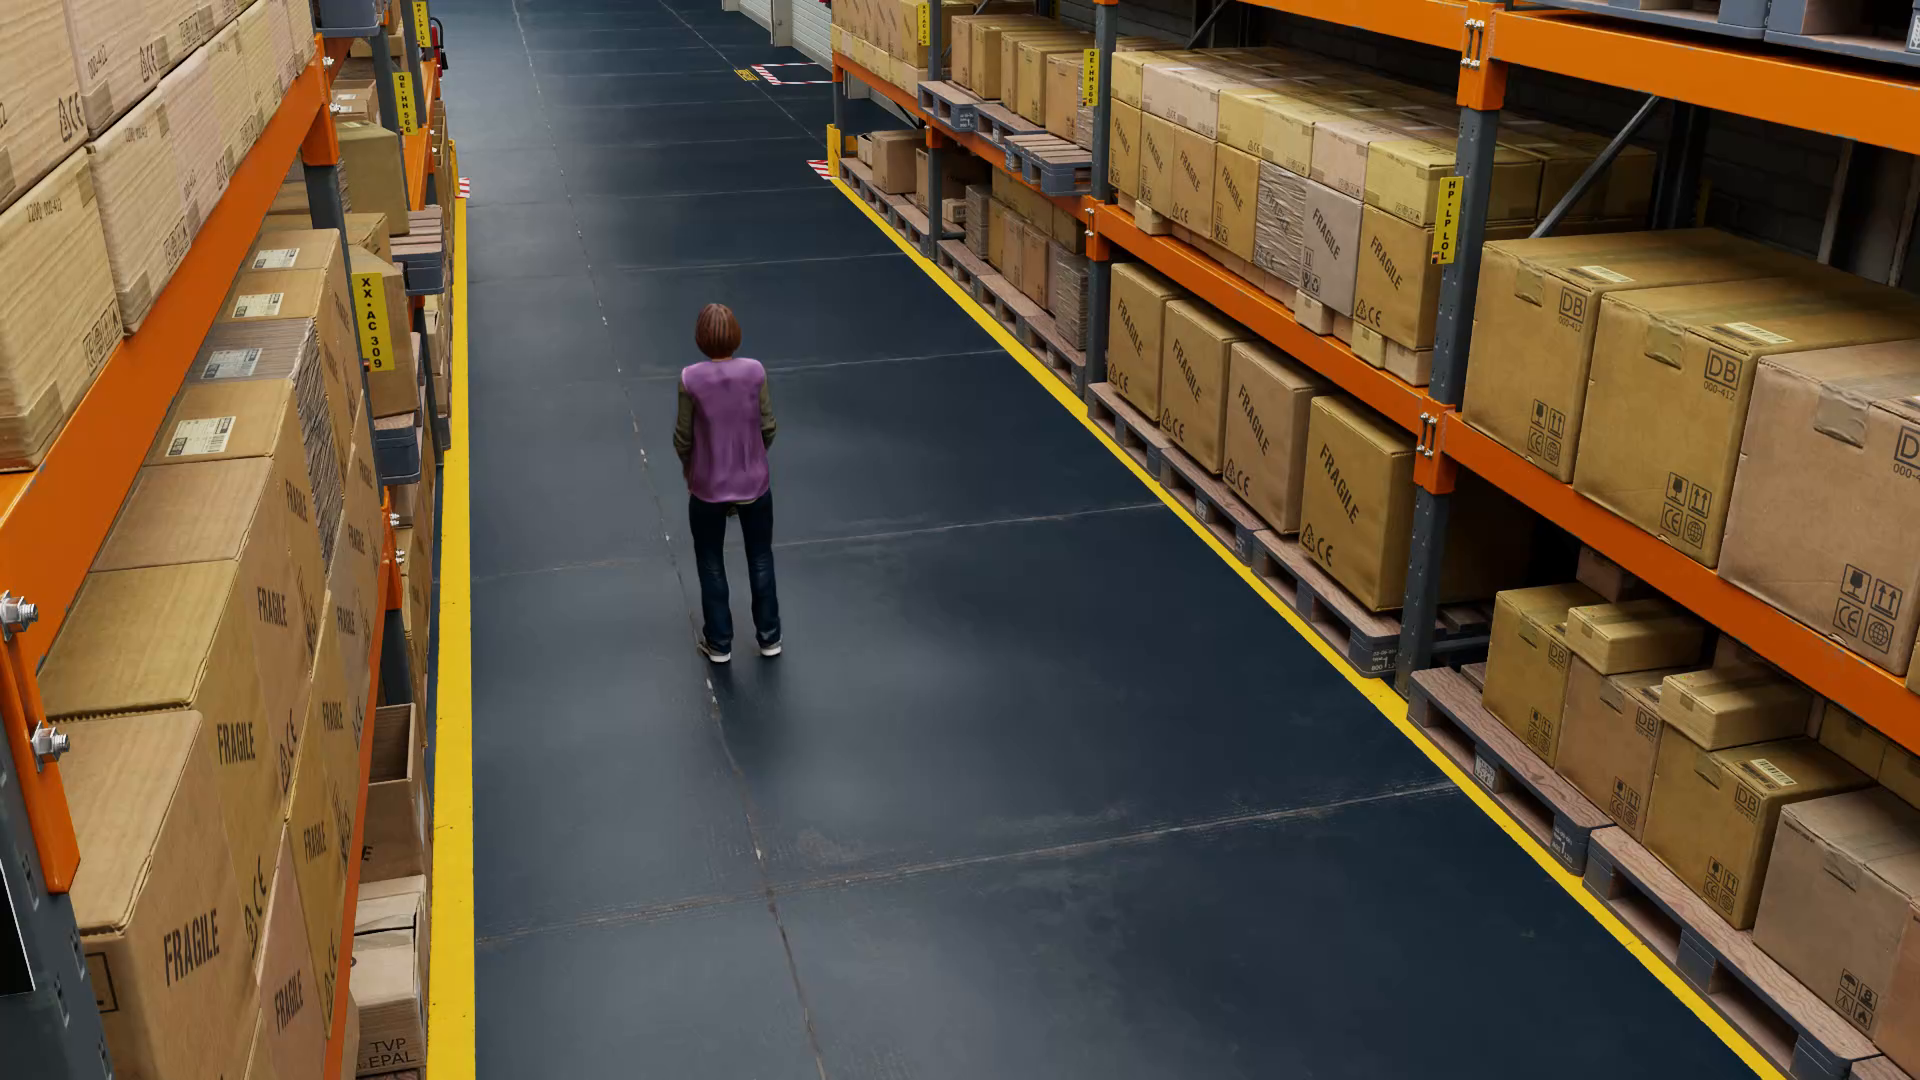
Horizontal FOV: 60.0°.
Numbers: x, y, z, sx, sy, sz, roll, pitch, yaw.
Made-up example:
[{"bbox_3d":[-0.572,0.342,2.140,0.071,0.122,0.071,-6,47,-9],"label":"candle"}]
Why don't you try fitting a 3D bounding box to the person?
[{"bbox_3d":[-1.000,-0.223,7.131,0.482,1.592,0.347,-8,24,-18],"label":"person"}]
